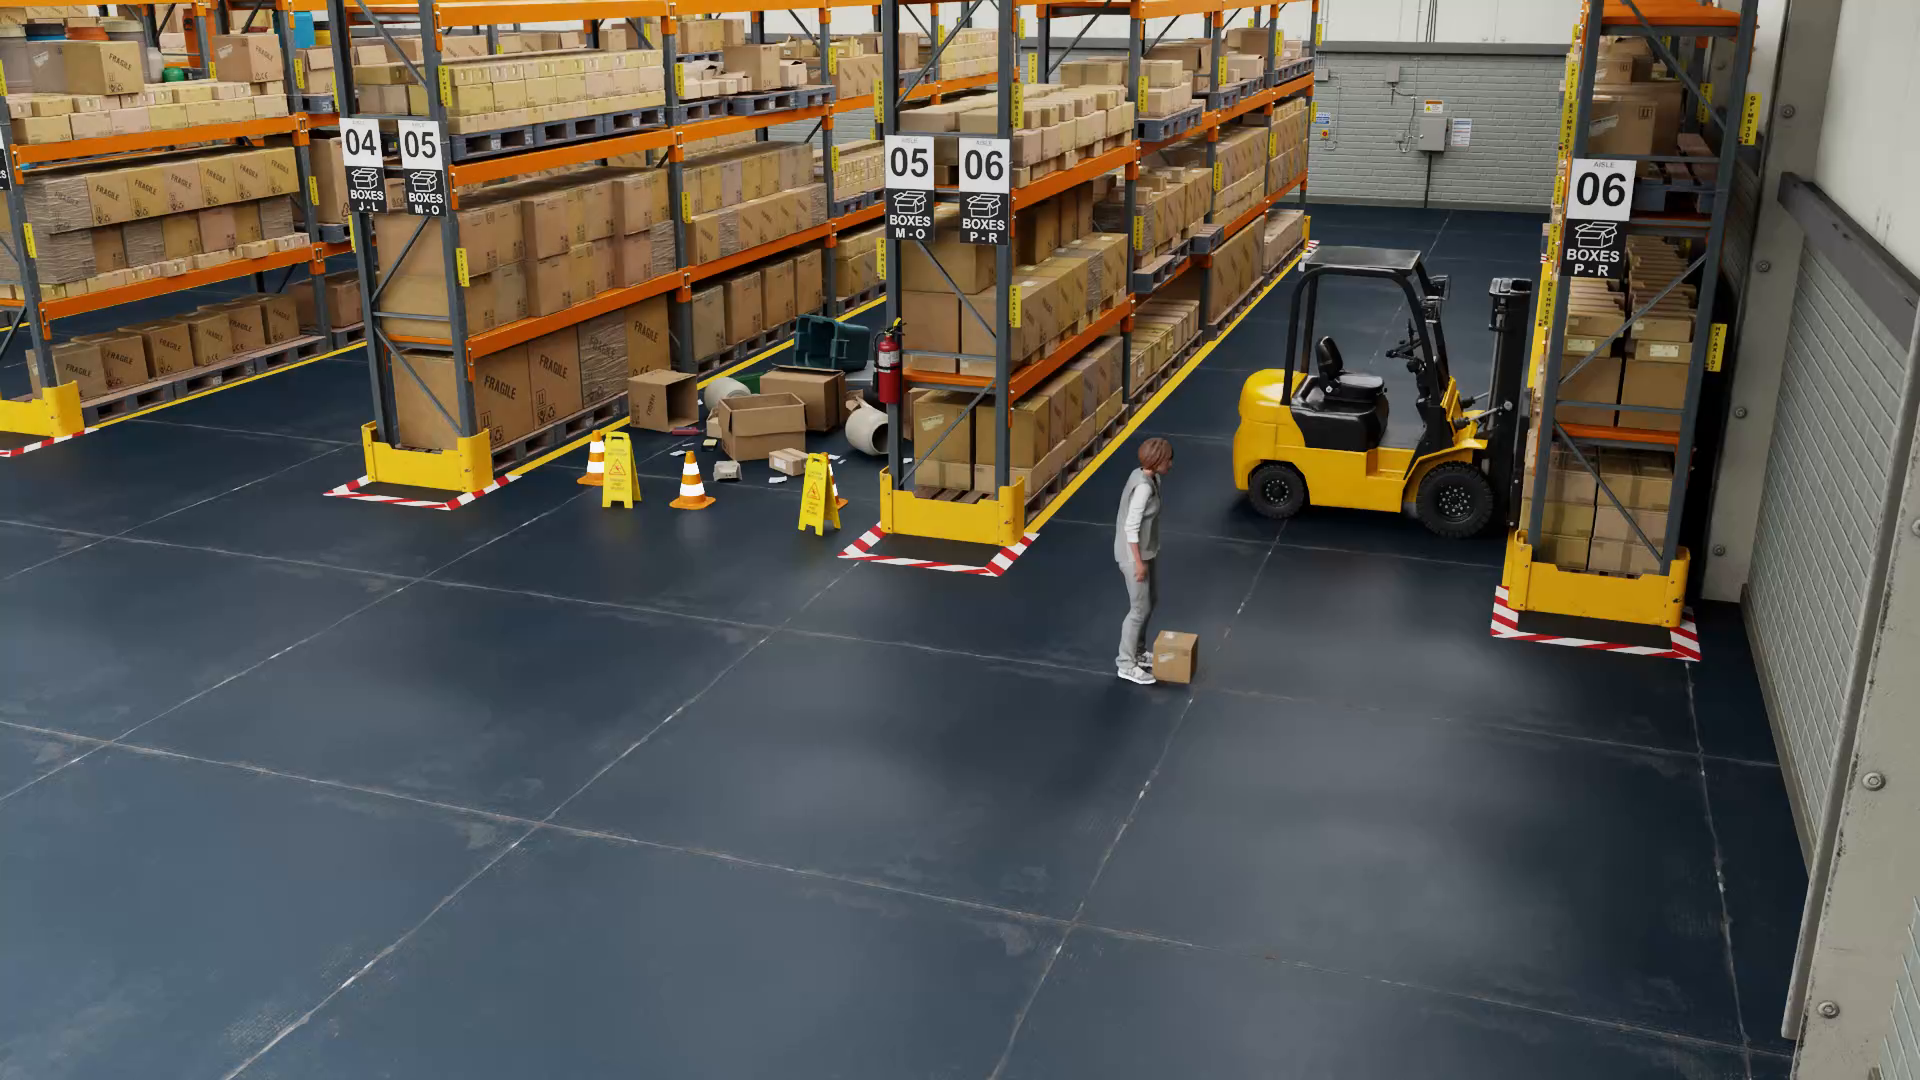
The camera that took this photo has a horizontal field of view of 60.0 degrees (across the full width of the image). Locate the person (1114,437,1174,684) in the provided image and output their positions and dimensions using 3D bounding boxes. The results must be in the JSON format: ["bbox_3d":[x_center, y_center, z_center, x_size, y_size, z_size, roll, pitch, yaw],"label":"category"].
[{"bbox_3d":[1.175,0.115,10.765,0.346,1.580,0.474,5,20,15],"label":"person"}]
